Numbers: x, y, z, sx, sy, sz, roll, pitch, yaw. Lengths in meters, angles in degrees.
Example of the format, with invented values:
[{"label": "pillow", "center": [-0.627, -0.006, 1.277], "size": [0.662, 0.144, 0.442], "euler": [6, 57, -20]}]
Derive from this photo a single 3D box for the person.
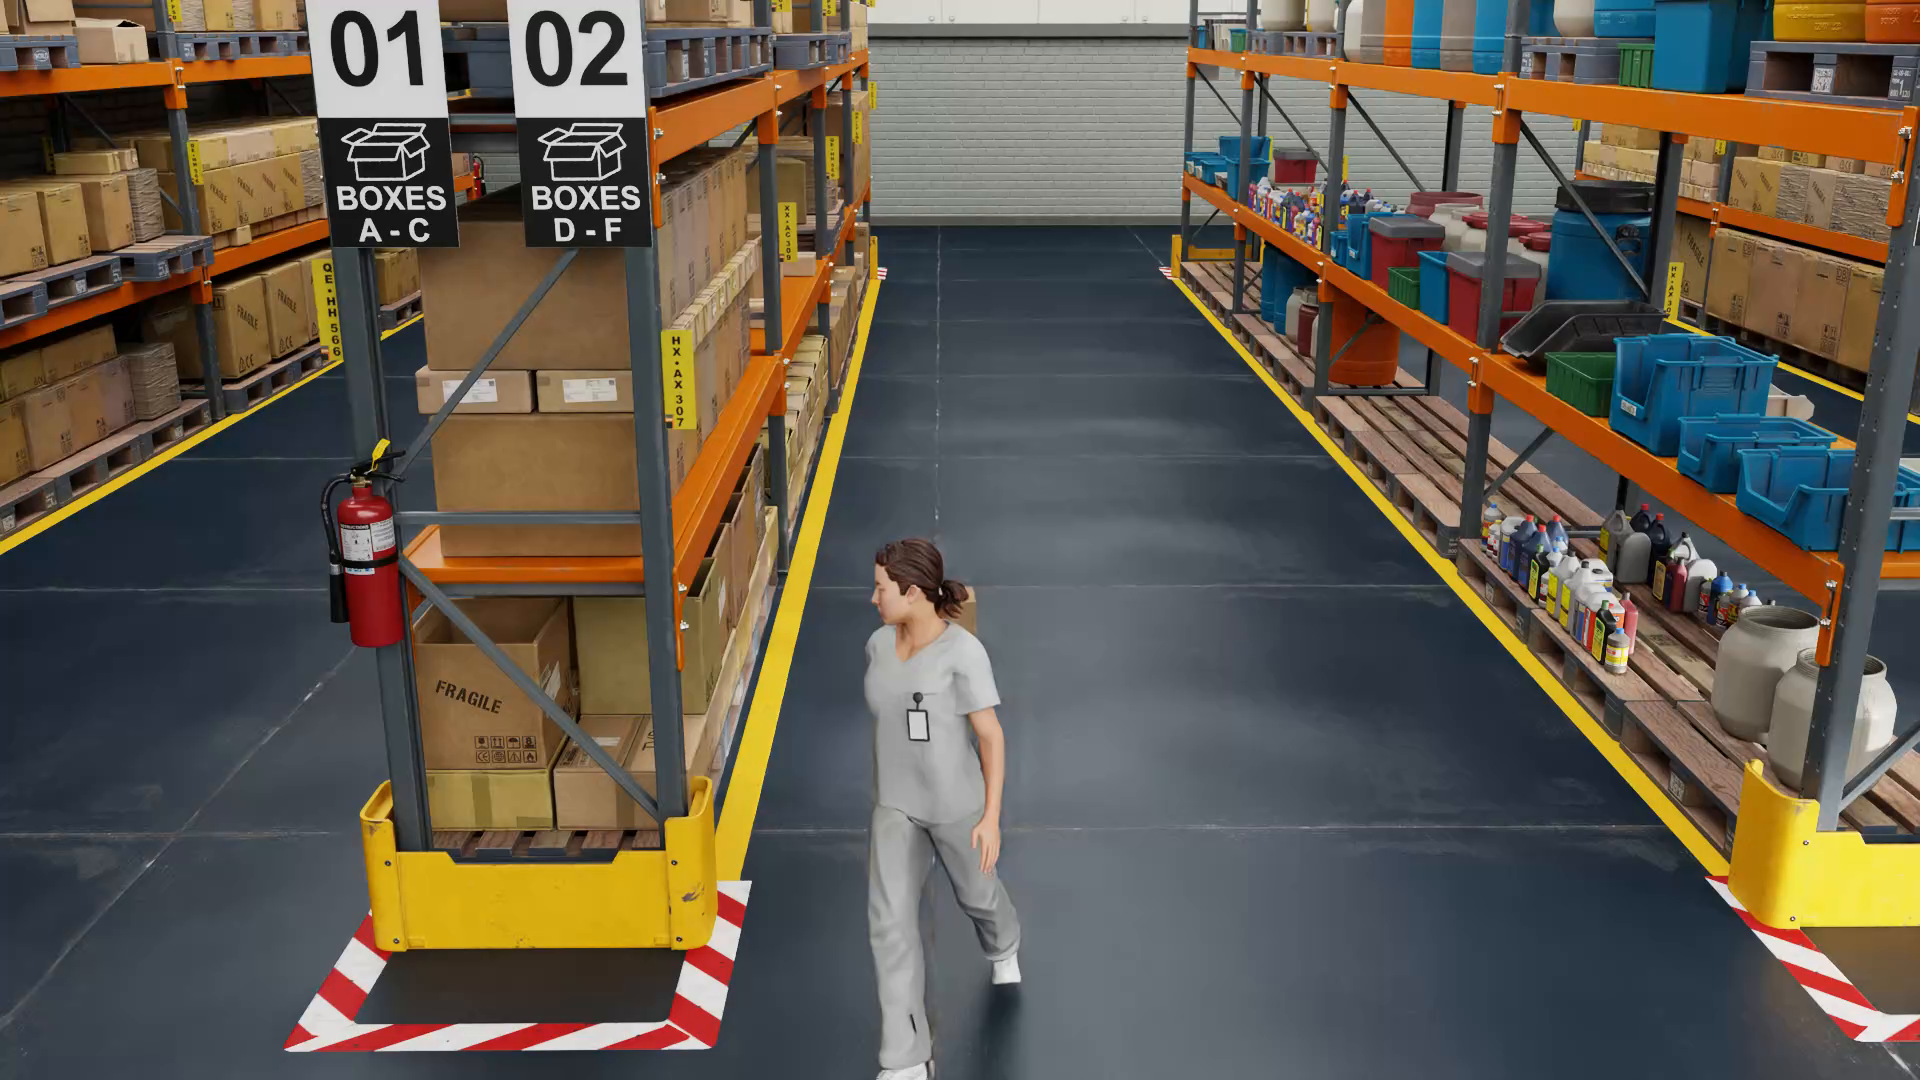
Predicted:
[{"label": "person", "center": [-0.059, 0.790, 5.006], "size": [0.539, 1.627, 0.989], "euler": [7, 18, 21]}]
